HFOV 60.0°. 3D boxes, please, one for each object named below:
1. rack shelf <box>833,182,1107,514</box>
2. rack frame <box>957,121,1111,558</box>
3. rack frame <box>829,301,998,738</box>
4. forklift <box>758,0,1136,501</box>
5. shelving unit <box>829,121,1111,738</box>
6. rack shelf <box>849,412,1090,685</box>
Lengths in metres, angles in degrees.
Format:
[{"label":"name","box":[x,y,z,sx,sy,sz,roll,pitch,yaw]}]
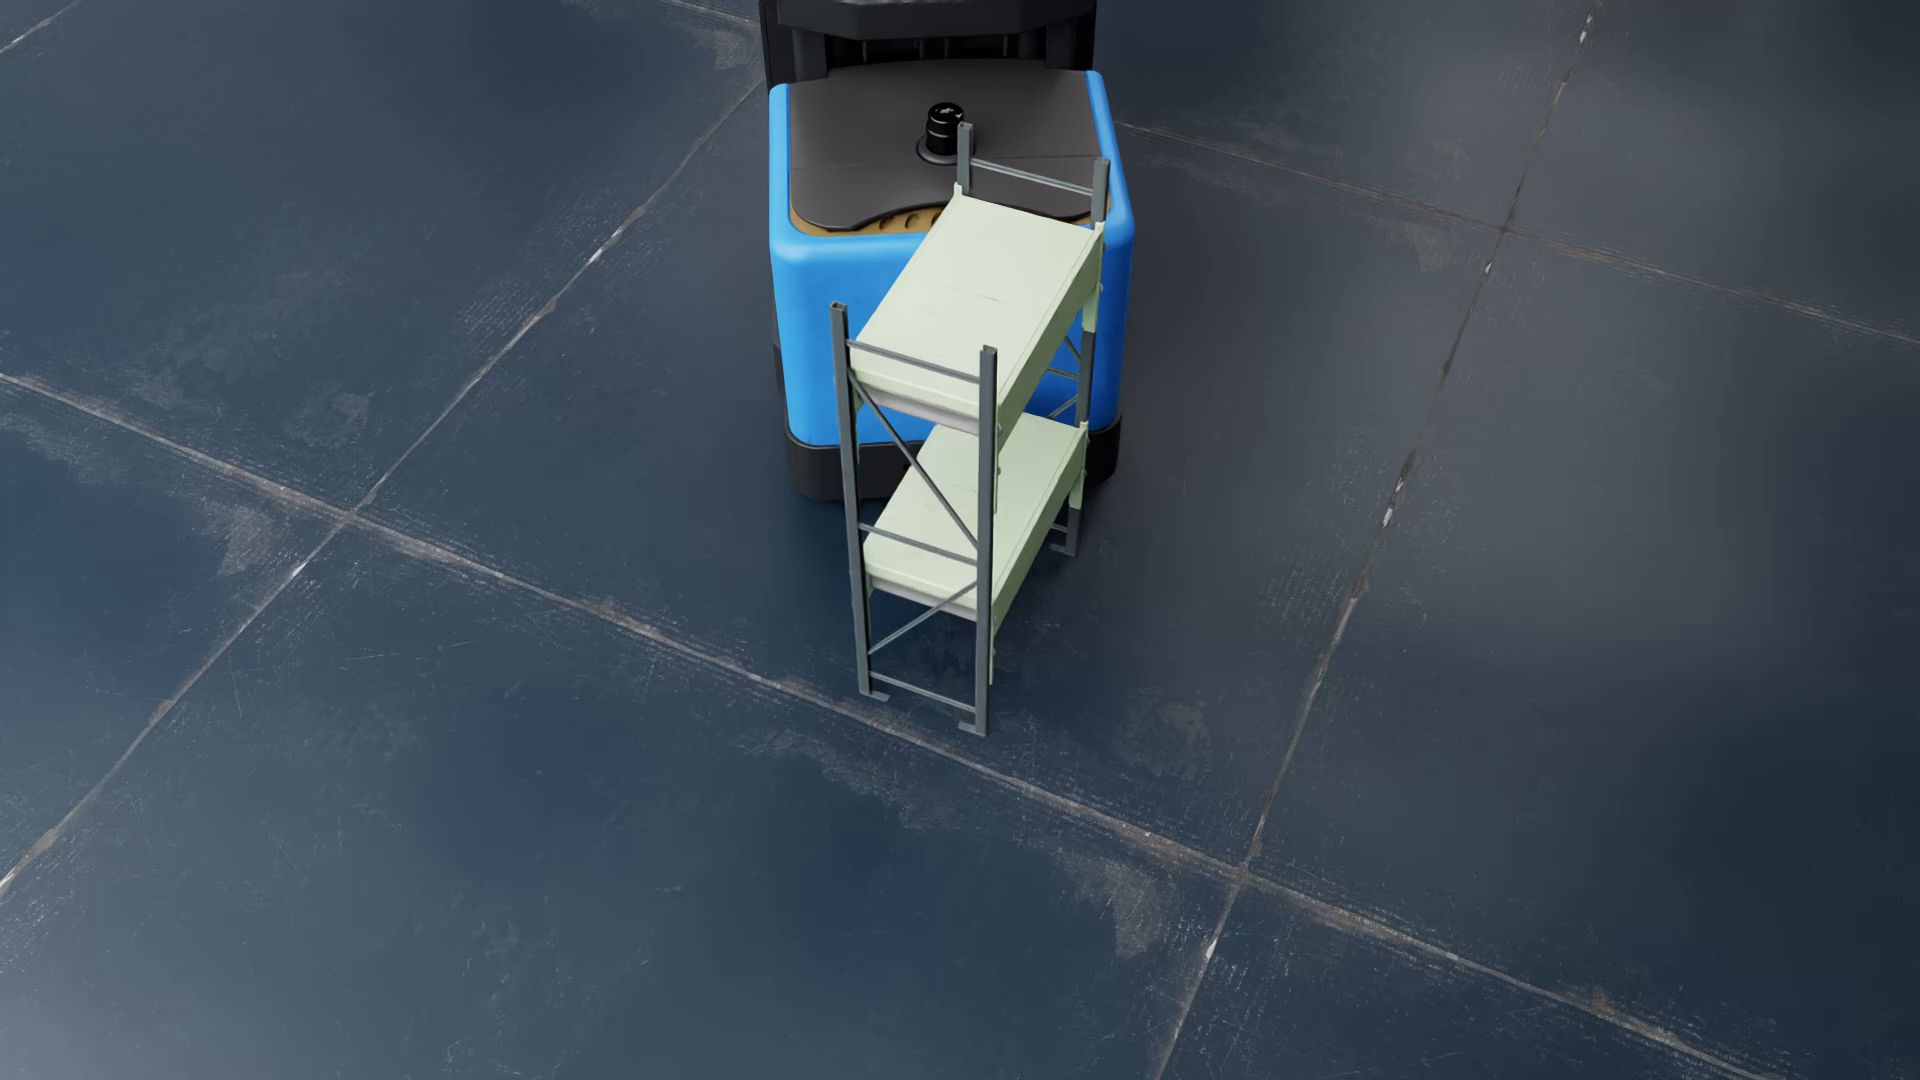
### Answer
[{"label":"rack shelf","box":[0.038,-0.495,4.174,0.431,0.370,0.720,18,52,15]},{"label":"rack frame","box":[0.182,-0.498,4.689,0.400,1.500,0.023,18,52,15]},{"label":"rack frame","box":[-0.106,0.015,4.253,0.400,1.500,0.023,18,52,15]},{"label":"forklift","box":[-0.122,-2.201,5.198,1.130,2.935,3.031,-3,50,-3]},{"label":"shelving unit","box":[0.038,-0.242,4.471,0.431,1.500,0.755,18,52,15]},{"label":"rack shelf","box":[0.038,-0.030,4.719,0.431,0.370,0.720,18,52,15]}]
